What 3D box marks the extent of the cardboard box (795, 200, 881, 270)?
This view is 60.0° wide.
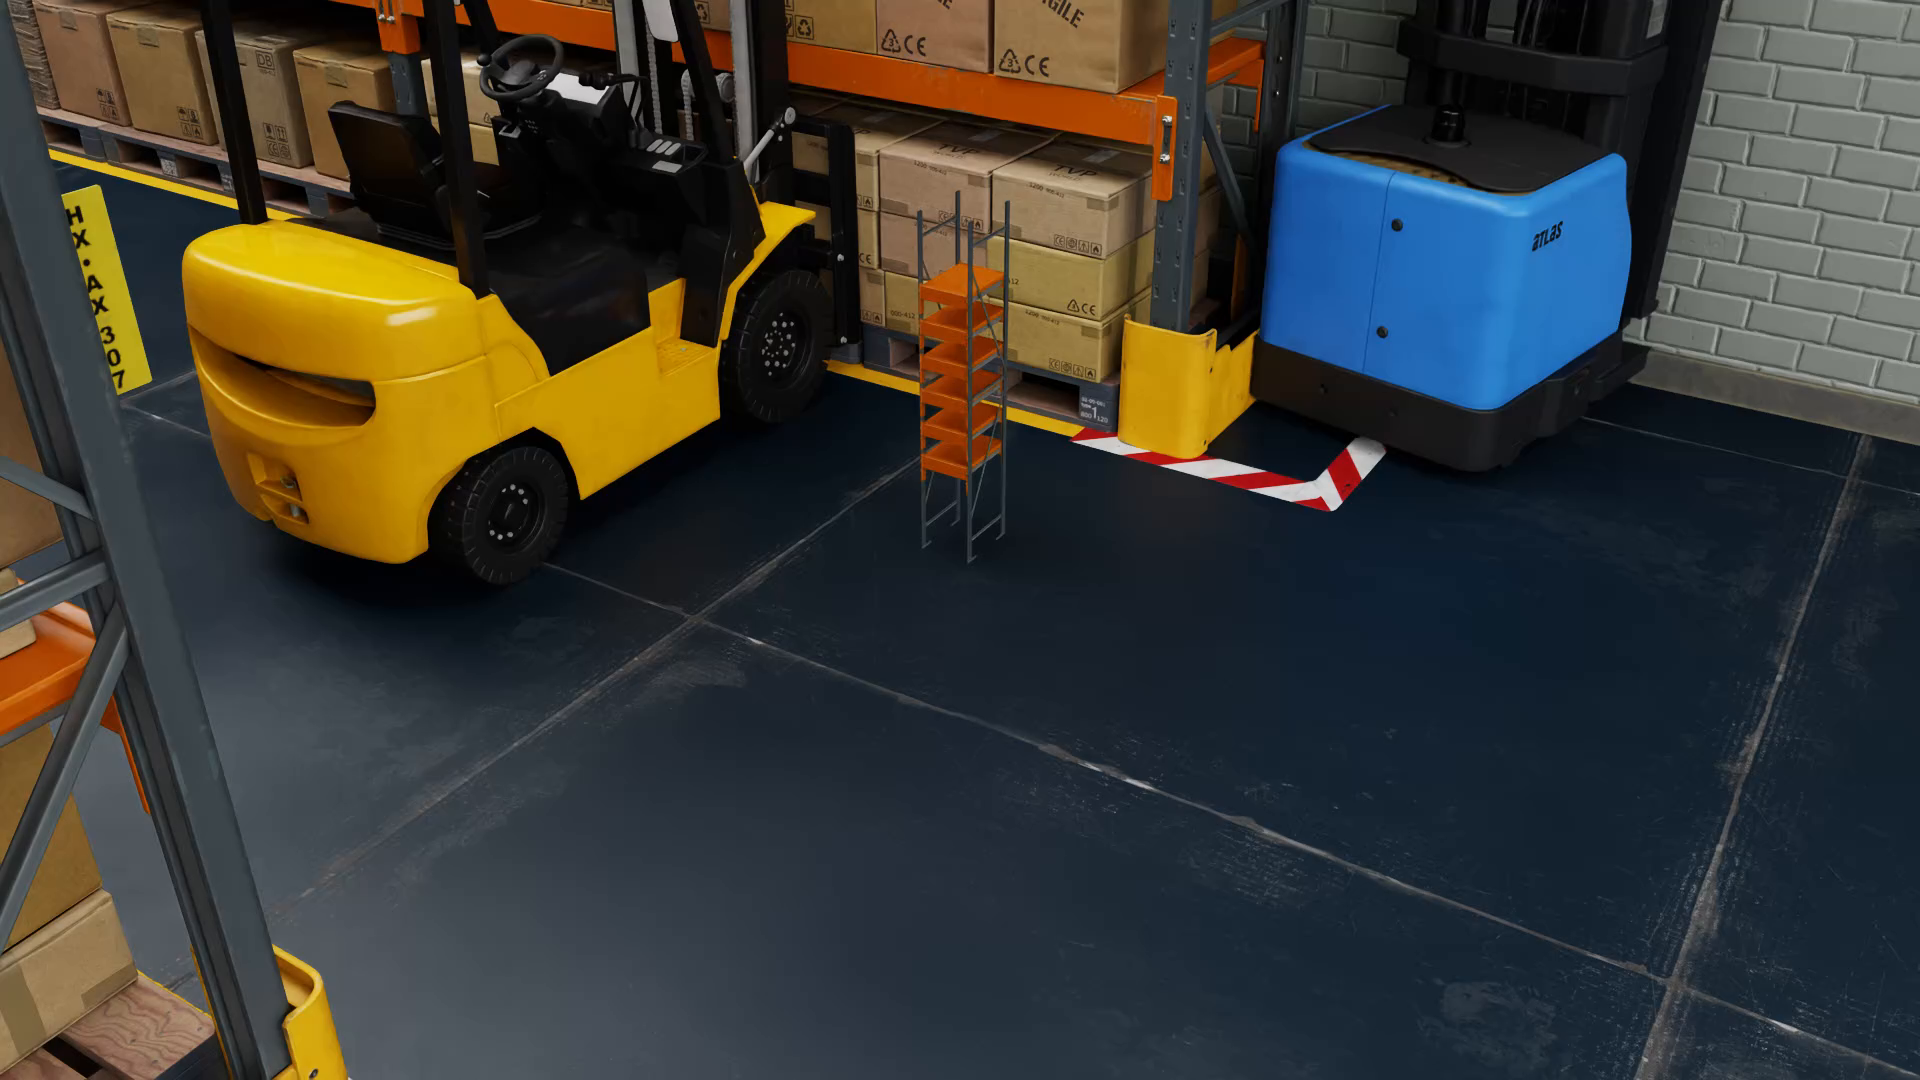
[{"bbox_3d":[-0.426,-1.365,6.928,0.500,0.250,0.500,17,34,26],"label":"cardboard box"}]

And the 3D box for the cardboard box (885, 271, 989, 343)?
[{"bbox_3d":[0.038,-1.012,6.819,0.500,0.250,0.500,18,35,27],"label":"cardboard box"}]

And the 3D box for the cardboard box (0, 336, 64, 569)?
[{"bbox_3d":[-1.870,-0.187,2.699,0.500,0.500,0.500,17,34,27],"label":"cardboard box"}]

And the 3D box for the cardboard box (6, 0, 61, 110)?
[{"bbox_3d":[-5.235,-3.015,9.882,0.625,0.625,0.875,19,35,29],"label":"cardboard box"}]

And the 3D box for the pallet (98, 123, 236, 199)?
[{"bbox_3d":[-4.050,-2.264,9.421,1.213,0.211,1.003,18,35,27],"label":"pallet"}]

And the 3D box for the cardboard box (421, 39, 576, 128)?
[{"bbox_3d":[-2.125,-2.123,7.732,0.500,0.250,0.500,17,34,27],"label":"cardboard box"}]

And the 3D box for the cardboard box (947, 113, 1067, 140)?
[{"bbox_3d":[0.288,-1.657,6.933,0.500,0.250,0.500,18,35,27],"label":"cardboard box"}]

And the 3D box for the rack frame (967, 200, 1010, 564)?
[{"bbox_3d":[0.090,-0.490,5.399,0.006,1.200,0.240,18,35,27],"label":"rack frame"}]

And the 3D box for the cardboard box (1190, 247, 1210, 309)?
[{"bbox_3d":[0.708,-1.098,6.968,0.500,0.250,0.500,18,35,28],"label":"cardboard box"}]

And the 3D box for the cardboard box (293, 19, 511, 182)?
[{"bbox_3d":[-2.816,-2.252,8.573,0.625,0.625,0.875,19,35,29],"label":"cardboard box"}]

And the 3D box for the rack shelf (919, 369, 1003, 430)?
[{"bbox_3d":[0.012,-0.476,5.463,0.180,0.103,0.258,18,35,27],"label":"rack shelf"}]

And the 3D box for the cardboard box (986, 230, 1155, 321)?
[{"bbox_3d":[0.441,-1.096,6.468,0.500,0.250,0.500,17,34,27],"label":"cardboard box"}]

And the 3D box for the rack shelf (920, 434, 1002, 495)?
[{"bbox_3d":[0.012,-0.269,5.584,0.180,0.103,0.258,18,35,27],"label":"rack shelf"}]

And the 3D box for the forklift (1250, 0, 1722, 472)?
[{"bbox_3d":[2.527,-2.165,6.552,1.130,2.935,3.031,25,39,36],"label":"forklift"}]

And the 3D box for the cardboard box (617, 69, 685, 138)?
[{"bbox_3d":[-1.270,-1.854,7.270,0.500,0.250,0.500,19,35,29],"label":"cardboard box"}]

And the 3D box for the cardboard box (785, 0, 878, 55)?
[{"bbox_3d":[-0.405,-2.233,6.501,0.500,0.500,0.500,17,34,26],"label":"cardboard box"}]

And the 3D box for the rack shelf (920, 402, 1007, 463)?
[{"bbox_3d":[0.012,-0.372,5.524,0.180,0.103,0.258,18,35,27],"label":"rack shelf"}]

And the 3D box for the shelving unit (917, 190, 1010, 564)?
[{"bbox_3d":[0.012,-0.514,5.441,0.189,1.200,0.258,18,35,27],"label":"shelving unit"}]

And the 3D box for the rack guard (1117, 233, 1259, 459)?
[{"bbox_3d":[1.040,-0.803,6.631,0.348,0.500,1.175,18,35,27],"label":"rack guard"}]

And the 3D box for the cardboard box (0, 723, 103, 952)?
[{"bbox_3d":[-2.173,0.572,3.360,0.500,0.500,0.500,16,34,26],"label":"cardboard box"}]

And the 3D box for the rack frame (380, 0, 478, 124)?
[{"bbox_3d":[-2.368,-2.961,7.849,0.127,3.000,1.000,18,35,27],"label":"rack frame"}]

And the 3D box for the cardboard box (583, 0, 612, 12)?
[{"bbox_3d":[-1.252,-2.506,6.970,0.500,0.500,0.500,17,34,27],"label":"cardboard box"}]

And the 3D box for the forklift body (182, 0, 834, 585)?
[{"bbox_3d":[-1.556,-1.252,5.762,1.214,2.155,2.313,18,35,27],"label":"forklift body"}]

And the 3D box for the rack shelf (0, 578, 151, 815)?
[{"bbox_3d":[-3.310,0.005,3.479,4.000,0.370,1.077,18,35,27],"label":"rack shelf"}]

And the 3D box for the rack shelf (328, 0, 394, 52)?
[{"bbox_3d":[-4.062,-3.186,8.949,4.000,0.370,1.077,18,35,27],"label":"rack shelf"}]

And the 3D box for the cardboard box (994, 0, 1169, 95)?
[{"bbox_3d":[0.463,-1.953,6.021,0.500,0.500,0.500,17,34,26],"label":"cardboard box"}]

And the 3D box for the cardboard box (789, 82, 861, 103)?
[{"bbox_3d":[-0.560,-1.936,7.411,0.500,0.250,0.500,17,34,26],"label":"cardboard box"}]

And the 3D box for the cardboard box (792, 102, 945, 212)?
[{"bbox_3d":[-0.404,-1.571,6.785,0.500,0.250,0.500,18,35,28],"label":"cardboard box"}]

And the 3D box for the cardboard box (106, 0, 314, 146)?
[{"bbox_3d":[-4.107,-2.664,9.279,0.625,0.625,0.875,16,34,25],"label":"cardboard box"}]

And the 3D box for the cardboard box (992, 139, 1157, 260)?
[{"bbox_3d":[0.464,-1.305,6.331,0.500,0.250,0.500,19,35,29],"label":"cardboard box"}]

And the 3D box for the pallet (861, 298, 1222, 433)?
[{"bbox_3d":[0.350,-0.872,7.035,1.213,0.211,1.003,18,35,27],"label":"pallet"}]

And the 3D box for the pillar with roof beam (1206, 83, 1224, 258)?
[{"bbox_3d":[-1.380,-3.215,2.330,0.400,9.000,9.100,18,35,27],"label":"pillar with roof beam"}]

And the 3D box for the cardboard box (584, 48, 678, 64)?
[{"bbox_3d":[-1.411,-2.208,7.878,0.500,0.250,0.500,17,34,27],"label":"cardboard box"}]

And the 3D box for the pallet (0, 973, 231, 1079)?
[{"bbox_3d":[-2.350,1.181,3.516,1.213,0.211,1.003,18,35,27],"label":"pallet"}]
